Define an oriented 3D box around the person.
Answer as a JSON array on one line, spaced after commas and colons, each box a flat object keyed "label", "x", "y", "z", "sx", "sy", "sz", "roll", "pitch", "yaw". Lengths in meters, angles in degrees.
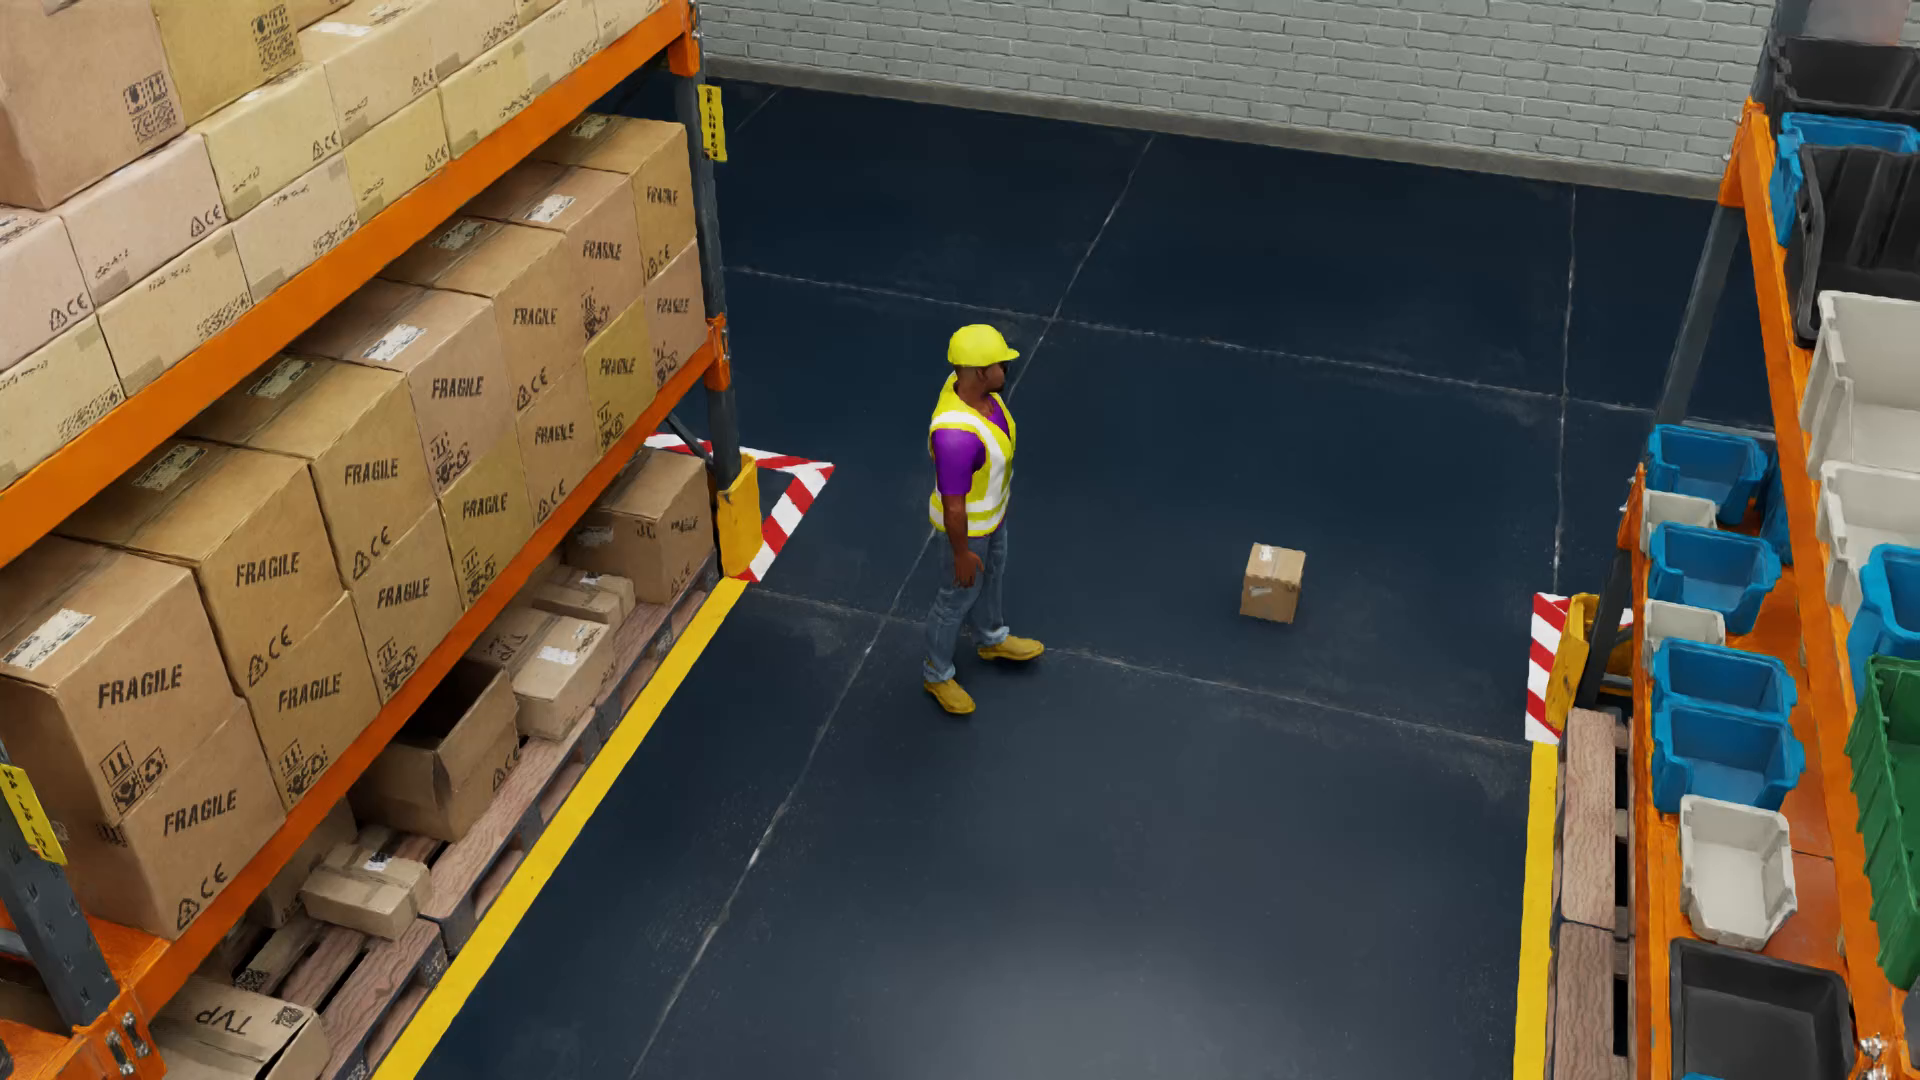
[{"label": "person", "x": -0.650, "y": 4.202, "z": 1.214, "sx": 2.345, "sy": 1.768, "sz": 15.002, "roll": 8, "pitch": 38, "yaw": 11}]
